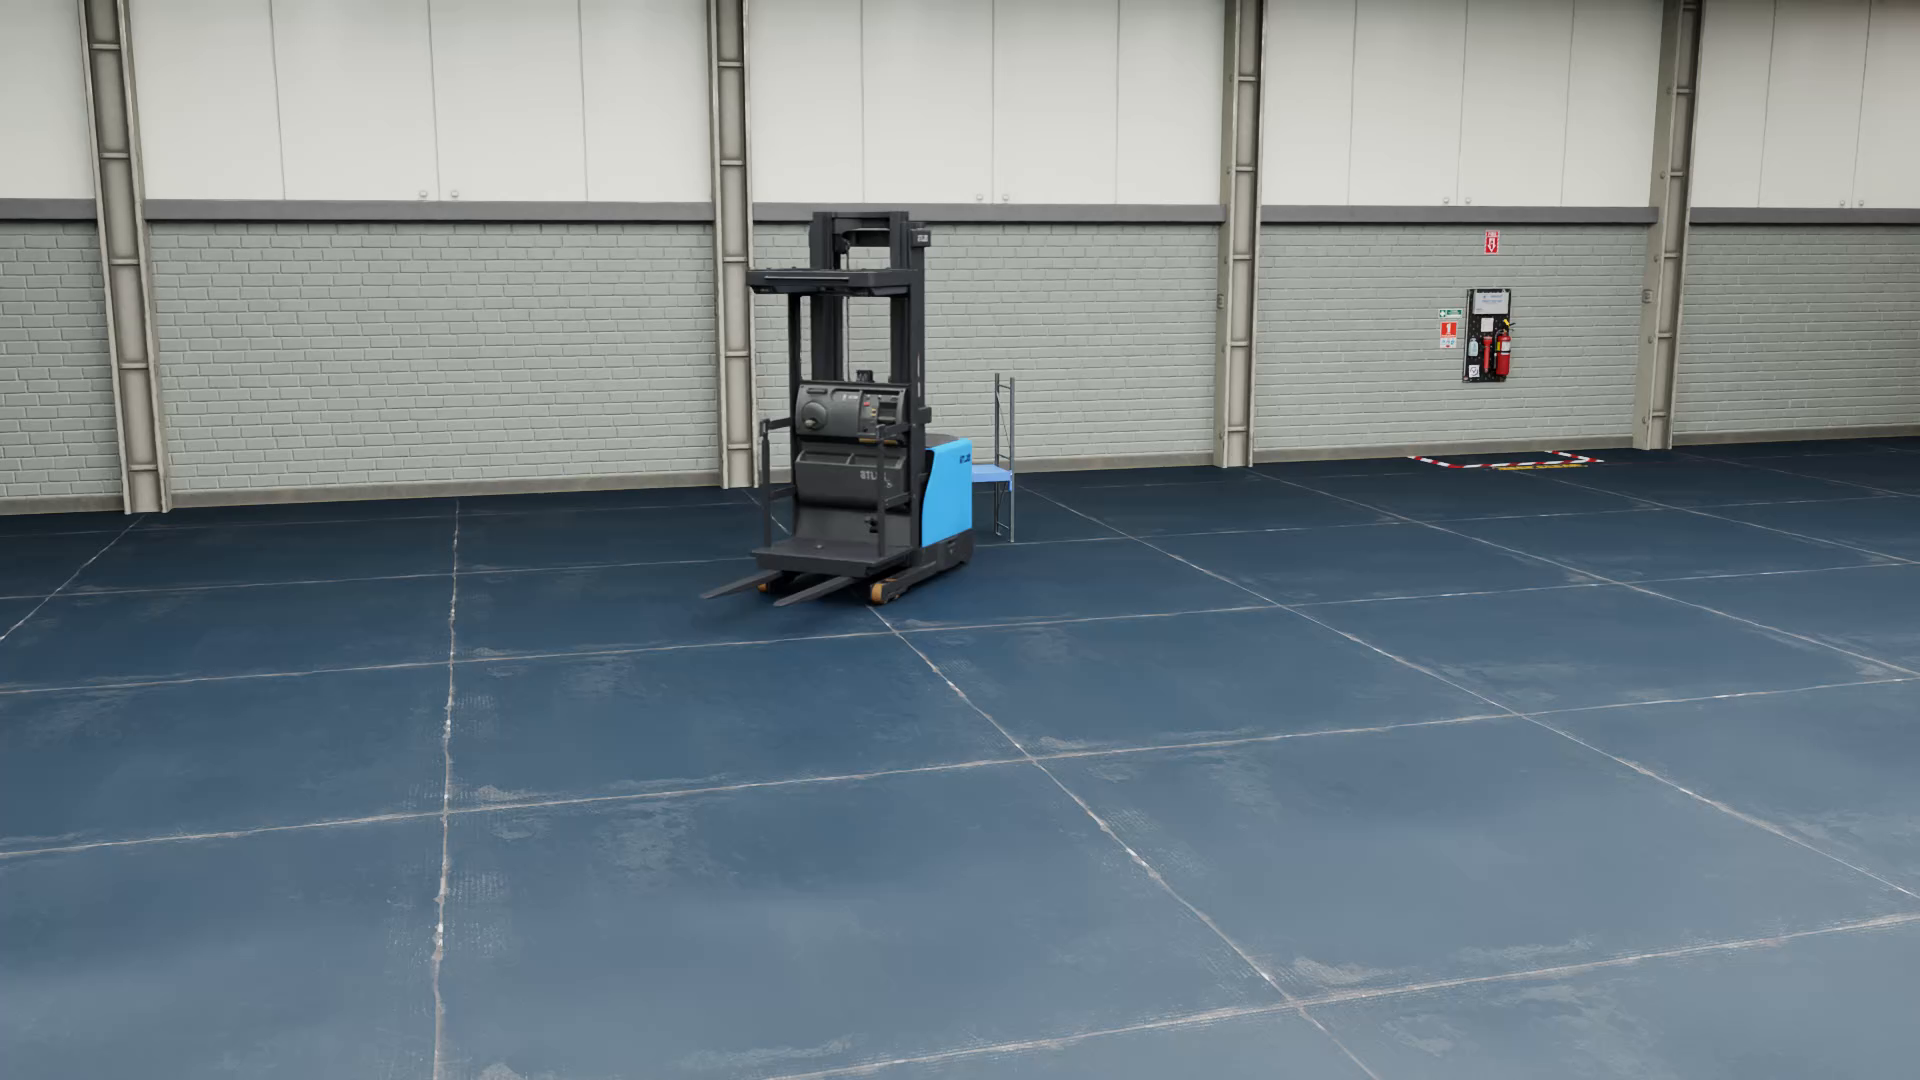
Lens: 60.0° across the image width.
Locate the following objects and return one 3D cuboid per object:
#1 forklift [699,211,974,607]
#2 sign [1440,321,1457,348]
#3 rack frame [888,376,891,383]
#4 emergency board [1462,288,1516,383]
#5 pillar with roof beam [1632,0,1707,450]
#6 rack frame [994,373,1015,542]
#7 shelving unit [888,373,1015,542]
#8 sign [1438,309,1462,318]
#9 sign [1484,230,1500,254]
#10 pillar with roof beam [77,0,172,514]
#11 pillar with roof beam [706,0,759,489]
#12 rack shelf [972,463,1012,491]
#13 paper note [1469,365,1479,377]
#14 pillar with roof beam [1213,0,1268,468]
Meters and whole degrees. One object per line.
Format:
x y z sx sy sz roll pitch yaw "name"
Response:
-0.941 -1.041 12.808 1.130 2.935 3.031 5 11 23 "forklift"
6.119 -2.570 20.827 0.234 0.329 0.001 -3 11 -16 "sign"
-0.570 -0.708 14.951 0.032 1.500 0.500 -3 11 -16 "rack frame"
6.679 -2.563 20.885 0.643 1.169 0.194 -3 11 -16 "emergency board"
10.265 -4.883 16.920 0.400 9.000 9.100 -3 11 -16 "pillar with roof beam"
0.406 -0.759 15.230 0.032 1.500 0.500 -3 11 -16 "rack frame"
-0.082 -0.733 15.091 1.048 1.500 0.538 -3 11 -16 "shelving unit"
6.126 -2.829 20.772 0.331 0.109 0.001 -3 11 -16 "sign"
6.643 -3.719 20.767 0.199 0.298 0.001 -3 11 -16 "sign"
-7.017 -3.972 11.972 0.400 9.000 9.100 -3 11 -16 "pillar with roof beam"
-1.257 -4.276 13.621 0.400 9.000 9.100 -3 11 -16 "pillar with roof beam"
-0.082 -0.556 15.123 1.000 0.185 0.538 -3 11 -16 "rack shelf"
6.489 -2.132 20.981 0.142 0.148 0.016 -3 11 -16 "paper note"
4.504 -4.579 15.270 0.400 9.000 9.100 -3 11 -16 "pillar with roof beam"
